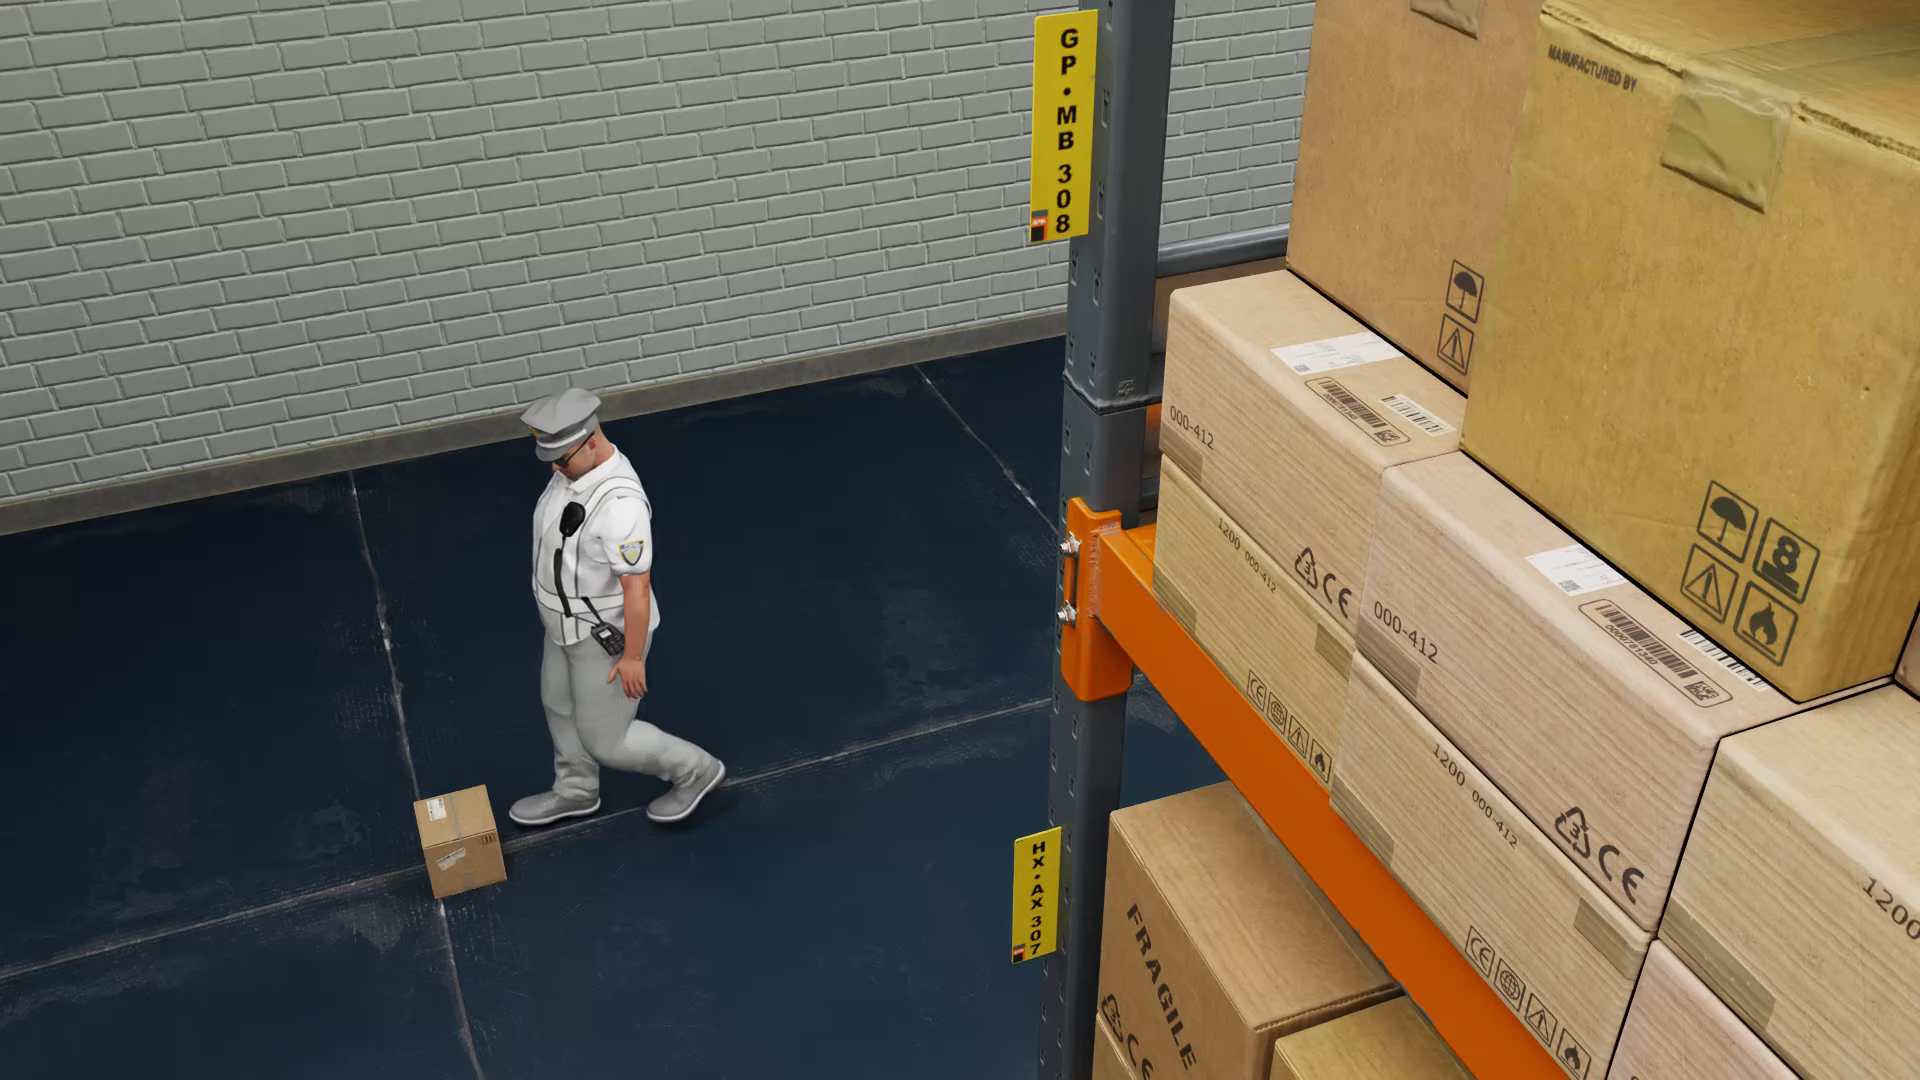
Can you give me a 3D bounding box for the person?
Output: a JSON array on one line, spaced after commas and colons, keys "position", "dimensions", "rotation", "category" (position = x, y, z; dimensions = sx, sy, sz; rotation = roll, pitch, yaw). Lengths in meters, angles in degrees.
[{"position": [-1.260, 0.286, 5.686], "dimensions": [0.747, 1.715, 0.569], "rotation": [-16, 36, -23], "category": "person"}]
